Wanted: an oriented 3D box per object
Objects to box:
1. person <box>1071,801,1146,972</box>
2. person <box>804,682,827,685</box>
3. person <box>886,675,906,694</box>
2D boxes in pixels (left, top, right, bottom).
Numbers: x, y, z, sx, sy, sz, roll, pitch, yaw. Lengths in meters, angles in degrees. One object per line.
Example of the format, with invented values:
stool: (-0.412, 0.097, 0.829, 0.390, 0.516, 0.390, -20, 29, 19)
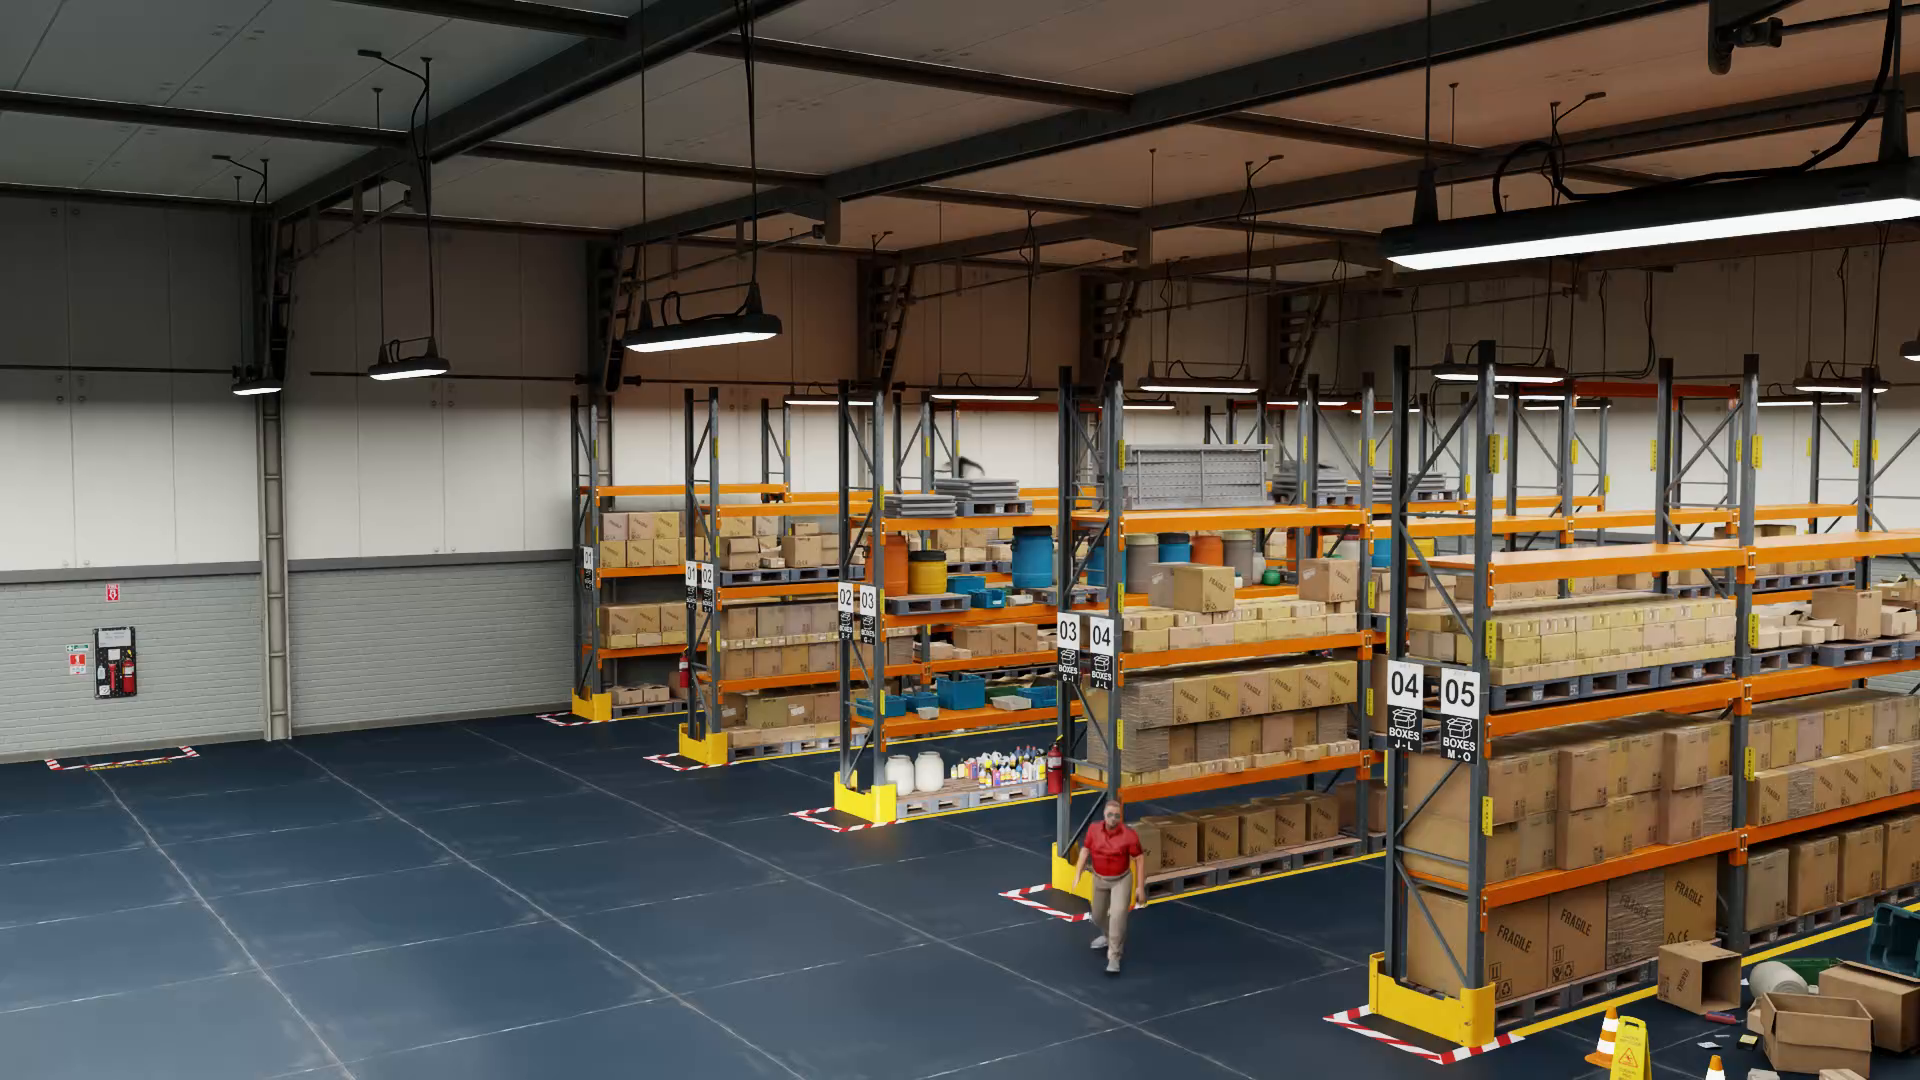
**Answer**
person: (1.517, 3.351, 16.415, 0.742, 1.659, 0.881, 1, 4, 21)
person: (-2.651, 2.371, 31.761, 0.803, 1.715, 0.782, -3, 4, -39)
person: (-1.249, 2.488, 31.004, 0.786, 1.645, 0.652, 0, 3, -1)
